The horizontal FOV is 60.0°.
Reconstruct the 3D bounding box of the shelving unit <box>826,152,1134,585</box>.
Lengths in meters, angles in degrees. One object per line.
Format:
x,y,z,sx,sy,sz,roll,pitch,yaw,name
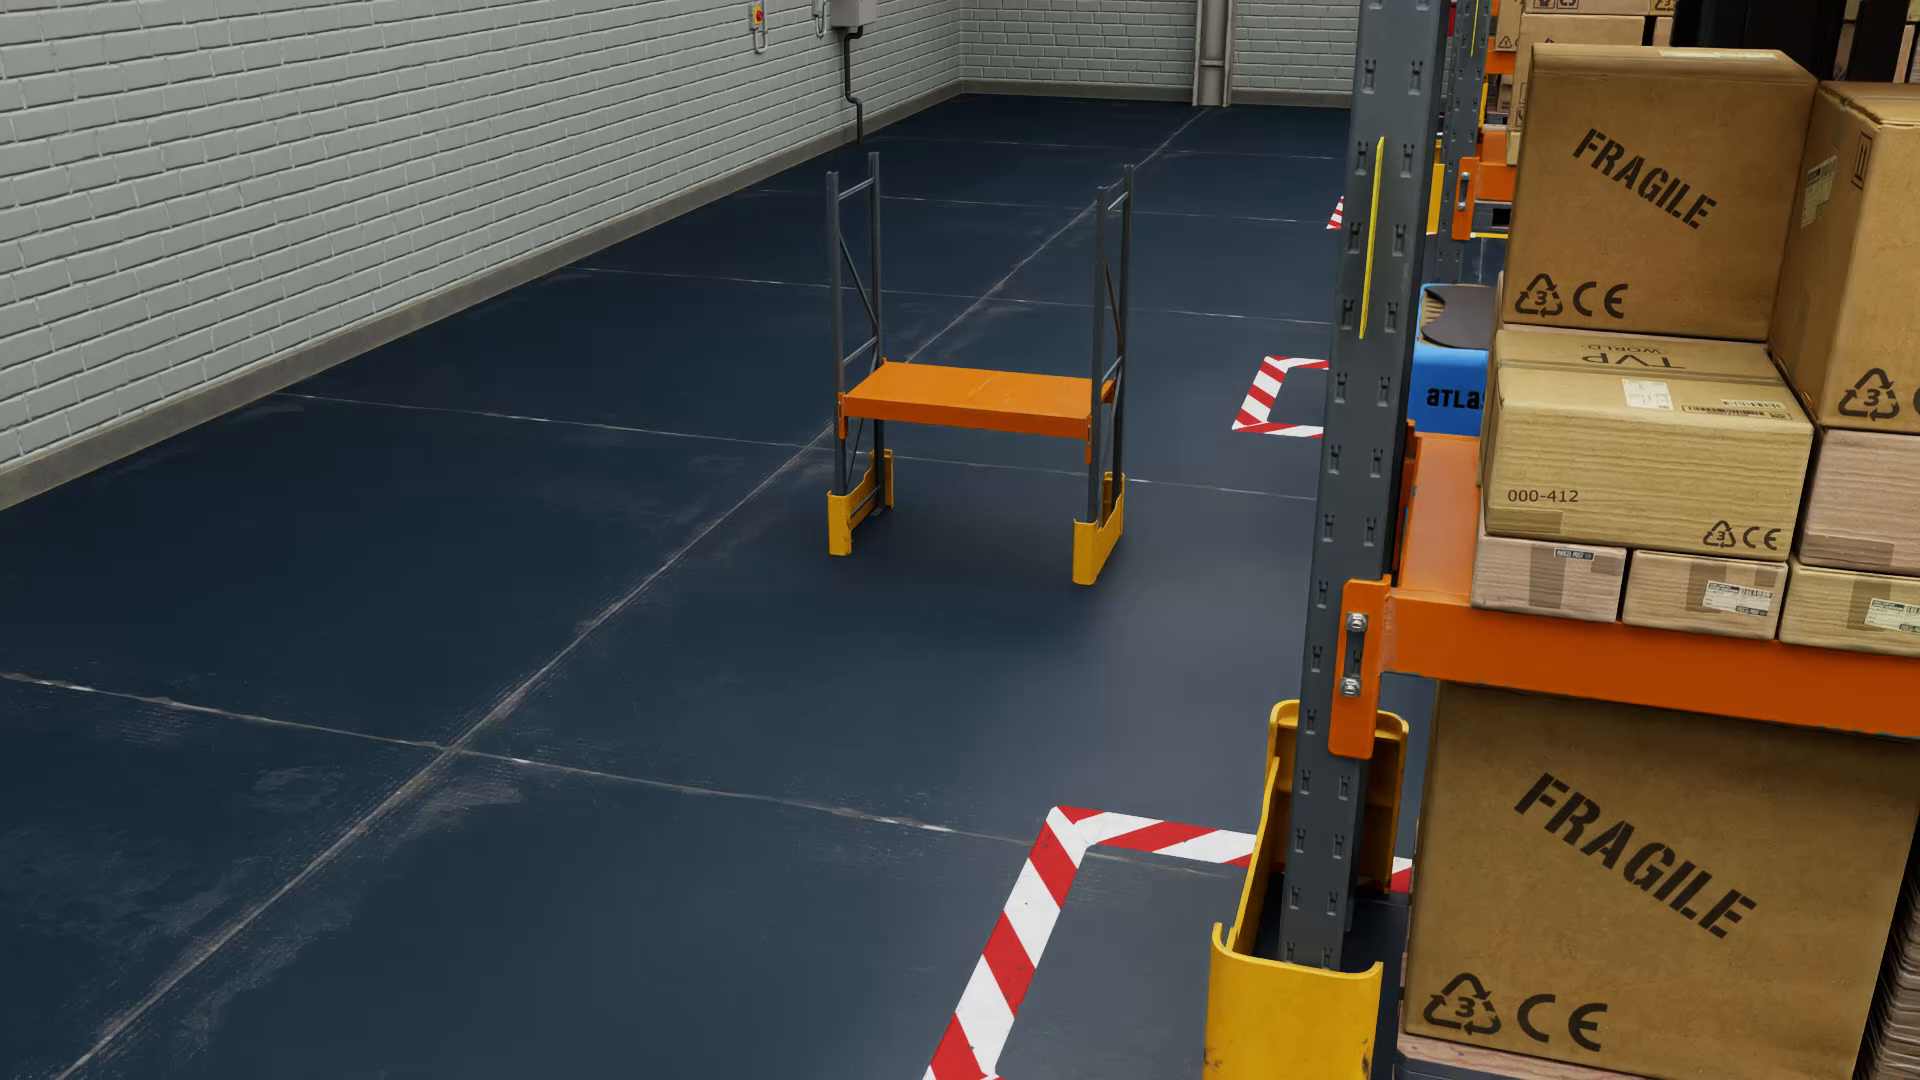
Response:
0.073,-0.686,6.465,1.083,1.500,0.587,7,23,16,shelving unit

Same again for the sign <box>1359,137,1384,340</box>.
0.697,-0.509,2.814,0.005,0.325,0.100,7,23,16,sign

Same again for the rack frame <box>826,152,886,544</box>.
-0.405,-0.740,6.598,0.032,1.500,0.500,7,23,16,rack frame

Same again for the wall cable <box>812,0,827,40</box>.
-1.281,-5.470,14.814,0.122,1.984,0.588,7,23,16,wall cable

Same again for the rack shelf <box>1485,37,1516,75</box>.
5.640,-3.321,11.863,4.000,0.370,1.077,7,23,16,rack shelf

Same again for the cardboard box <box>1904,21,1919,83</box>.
4.217,-1.937,7.016,0.500,0.500,0.500,6,23,14,cardboard box

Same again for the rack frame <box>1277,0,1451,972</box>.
0.863,-0.273,3.483,0.127,3.000,1.000,7,23,16,rack frame

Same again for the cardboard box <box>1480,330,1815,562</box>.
1.244,-0.190,3.088,0.500,0.250,0.500,6,23,14,cardboard box

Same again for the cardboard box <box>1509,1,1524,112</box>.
2.897,-2.292,7.882,0.500,0.500,0.500,7,23,17,cardboard box

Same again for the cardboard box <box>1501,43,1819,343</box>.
1.405,-0.730,3.415,0.500,0.500,0.500,7,23,16,cardboard box

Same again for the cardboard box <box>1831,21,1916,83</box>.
3.727,-1.991,7.147,0.500,0.500,0.500,7,23,16,cardboard box

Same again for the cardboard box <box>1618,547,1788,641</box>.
1.353,0.030,3.076,0.250,0.149,0.380,6,23,15,cardboard box

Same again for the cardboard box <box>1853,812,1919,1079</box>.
2.370,0.657,3.463,0.875,0.875,0.875,7,23,16,cardboard box

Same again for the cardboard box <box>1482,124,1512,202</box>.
4.386,-2.846,12.579,0.875,0.438,0.875,6,23,14,cardboard box

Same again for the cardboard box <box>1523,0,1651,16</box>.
2.745,-2.565,7.229,0.500,0.500,0.500,6,23,15,cardboard box

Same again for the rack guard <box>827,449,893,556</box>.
-0.404,-0.162,6.835,0.087,0.250,0.587,7,23,16,rack guard

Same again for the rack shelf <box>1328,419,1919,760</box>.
2.777,0.279,3.085,4.000,0.370,1.077,7,23,16,rack shelf

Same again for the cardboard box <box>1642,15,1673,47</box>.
3.262,-2.049,7.289,0.500,0.500,0.500,7,23,16,cardboard box

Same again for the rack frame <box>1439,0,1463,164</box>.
3.725,-3.874,12.261,0.127,3.000,1.000,7,23,16,rack frame

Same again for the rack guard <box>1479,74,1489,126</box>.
5.228,-4.513,17.112,0.348,0.500,1.175,7,23,16,rack guard

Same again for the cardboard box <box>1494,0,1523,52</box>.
4.102,-3.763,11.859,0.500,0.500,0.500,6,23,15,cardboard box

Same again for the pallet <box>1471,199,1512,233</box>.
4.513,-2.524,12.646,1.213,0.211,1.003,7,23,16,pallet

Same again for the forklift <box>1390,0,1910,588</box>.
3.023,-1.024,5.405,3.031,2.935,1.130,6,23,14,forklift

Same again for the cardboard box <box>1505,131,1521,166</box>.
2.608,-1.793,7.520,0.250,0.149,0.380,6,23,15,cardboard box

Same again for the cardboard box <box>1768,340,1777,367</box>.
1.889,-0.329,3.424,0.500,0.250,0.500,6,23,15,cardboard box

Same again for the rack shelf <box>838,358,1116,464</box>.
0.082,-0.518,6.531,1.000,0.185,0.538,7,23,16,rack shelf

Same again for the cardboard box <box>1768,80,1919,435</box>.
1.723,-0.483,2.812,0.500,0.500,0.500,6,23,14,cardboard box

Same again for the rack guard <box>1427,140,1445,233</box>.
3.702,-2.720,12.742,0.348,0.500,1.175,7,23,16,rack guard

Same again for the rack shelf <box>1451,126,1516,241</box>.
4.307,-1.512,7.451,4.000,0.370,1.077,7,23,16,rack shelf

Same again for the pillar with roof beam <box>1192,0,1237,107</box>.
1.591,-7.512,13.226,0.400,9.000,9.100,7,23,16,pillar with roof beam

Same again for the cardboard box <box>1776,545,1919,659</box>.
1.598,0.058,3.008,0.250,0.149,0.380,6,23,14,cardboard box

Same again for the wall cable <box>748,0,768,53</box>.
-1.680,-4.968,13.548,0.123,1.953,0.585,7,23,16,wall cable

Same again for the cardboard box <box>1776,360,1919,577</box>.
1.744,-0.136,2.954,0.500,0.250,0.500,6,23,15,cardboard box

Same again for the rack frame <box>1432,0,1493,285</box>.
2.392,-2.064,7.849,0.127,3.000,1.000,7,23,16,rack frame

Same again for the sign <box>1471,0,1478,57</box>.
2.235,-2.267,7.204,0.005,0.325,0.100,7,23,16,sign

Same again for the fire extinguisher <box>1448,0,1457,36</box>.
4.881,-5.317,16.374,0.183,0.674,0.296,7,23,16,fire extinguisher

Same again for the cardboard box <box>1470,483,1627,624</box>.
1.107,0.002,3.143,0.250,0.149,0.380,7,23,16,cardboard box

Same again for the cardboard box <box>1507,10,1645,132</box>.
2.742,-2.098,7.409,0.500,0.500,0.500,8,24,18,cardboard box

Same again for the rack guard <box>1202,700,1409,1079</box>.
0.840,0.881,3.964,0.348,0.500,1.175,7,23,16,rack guard

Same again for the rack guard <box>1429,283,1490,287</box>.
2.465,-0.899,8.303,0.348,0.500,1.175,7,23,16,rack guard

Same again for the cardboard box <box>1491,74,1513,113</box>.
5.714,-4.615,16.805,0.637,0.503,0.797,6,23,13,cardboard box

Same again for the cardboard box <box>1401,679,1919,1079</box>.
1.498,0.557,3.706,0.875,0.875,0.875,7,23,16,cardboard box

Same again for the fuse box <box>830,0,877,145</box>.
-0.933,-4.634,15.813,0.414,1.711,0.539,7,23,16,fuse box

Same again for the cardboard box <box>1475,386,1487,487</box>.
1.299,-0.237,3.727,0.250,0.149,0.380,7,23,17,cardboard box

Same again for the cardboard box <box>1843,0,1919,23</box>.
3.722,-2.447,6.941,0.500,0.500,0.500,6,23,14,cardboard box

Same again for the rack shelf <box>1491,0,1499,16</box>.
7.070,-5.125,16.260,4.000,0.370,1.077,7,23,16,rack shelf

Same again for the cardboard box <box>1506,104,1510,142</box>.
2.786,-2.015,8.060,0.250,0.149,0.380,7,23,16,cardboard box

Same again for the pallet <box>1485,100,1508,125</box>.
5.992,-4.292,16.955,1.213,0.211,1.003,7,23,16,pallet

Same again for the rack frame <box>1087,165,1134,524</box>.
0.568,-0.629,6.327,0.032,1.500,0.500,7,23,16,rack frame

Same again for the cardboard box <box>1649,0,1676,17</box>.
3.230,-2.512,7.100,0.500,0.500,0.500,7,23,17,cardboard box

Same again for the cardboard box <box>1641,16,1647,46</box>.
3.388,-2.234,7.739,0.500,0.500,0.500,6,23,15,cardboard box

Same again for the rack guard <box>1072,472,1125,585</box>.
0.550,-0.053,6.569,0.087,0.250,0.587,7,23,16,rack guard

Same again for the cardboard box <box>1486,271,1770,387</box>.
1.403,-0.384,3.560,0.500,0.250,0.500,6,23,15,cardboard box

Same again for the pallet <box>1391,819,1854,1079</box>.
1.651,1.076,3.868,1.213,0.211,1.003,7,23,16,pallet
